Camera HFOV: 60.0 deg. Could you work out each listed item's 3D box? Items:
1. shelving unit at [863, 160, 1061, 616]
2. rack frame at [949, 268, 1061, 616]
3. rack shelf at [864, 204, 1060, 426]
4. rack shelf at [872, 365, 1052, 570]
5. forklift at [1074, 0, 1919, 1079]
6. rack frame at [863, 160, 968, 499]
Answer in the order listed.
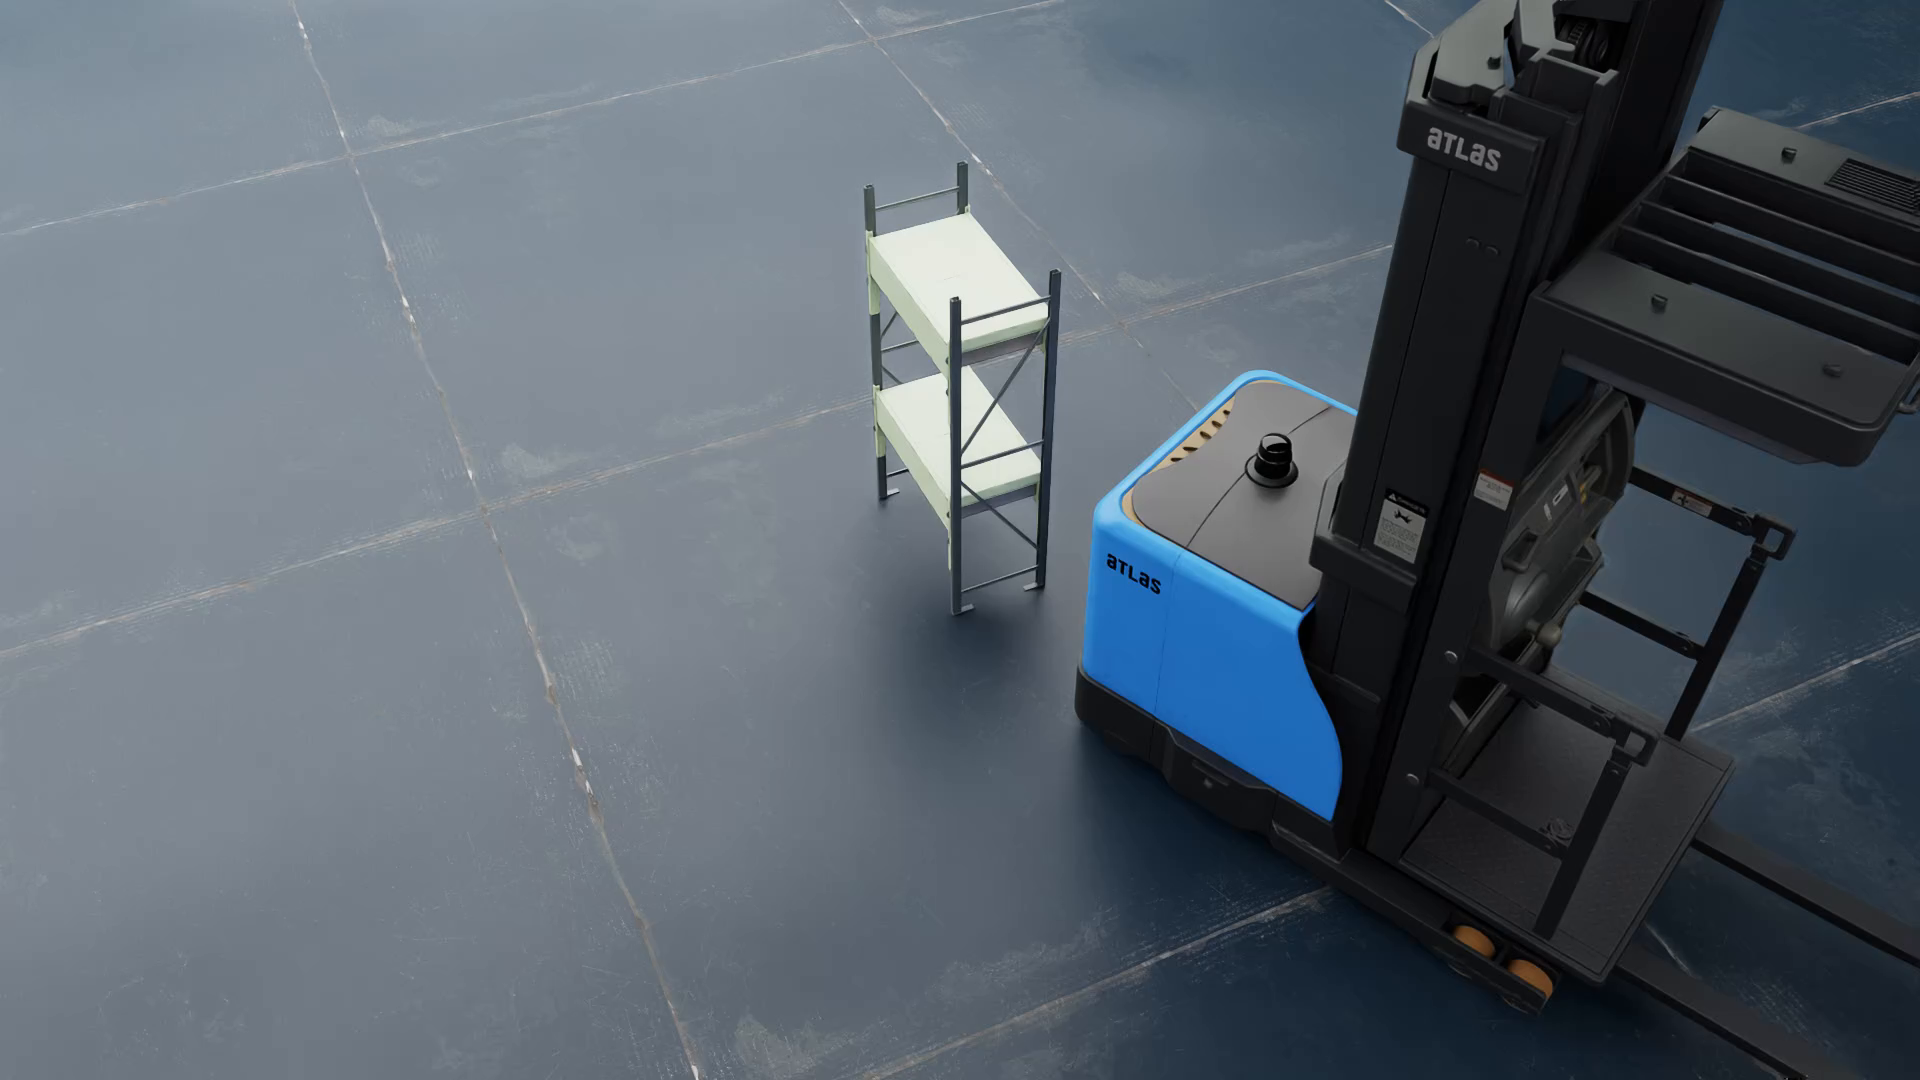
[{"bbox_3d":[-0.003,-0.538,6.228,0.431,1.500,0.755,-18,47,-17],"label":"shelving unit"},{"bbox_3d":[0.151,-0.305,5.991,0.400,1.500,0.023,-18,47,-17],"label":"rack frame"},{"bbox_3d":[-0.003,-0.816,5.953,0.431,0.370,0.720,-18,47,-17],"label":"rack shelf"},{"bbox_3d":[-0.003,-0.306,6.457,0.431,0.370,0.720,-18,47,-17],"label":"rack shelf"},{"bbox_3d":[1.873,0.017,4.646,3.031,2.935,1.130,30,52,27],"label":"forklift"},{"bbox_3d":[-0.157,-0.771,6.464,0.400,1.500,0.023,-18,47,-17],"label":"rack frame"}]
